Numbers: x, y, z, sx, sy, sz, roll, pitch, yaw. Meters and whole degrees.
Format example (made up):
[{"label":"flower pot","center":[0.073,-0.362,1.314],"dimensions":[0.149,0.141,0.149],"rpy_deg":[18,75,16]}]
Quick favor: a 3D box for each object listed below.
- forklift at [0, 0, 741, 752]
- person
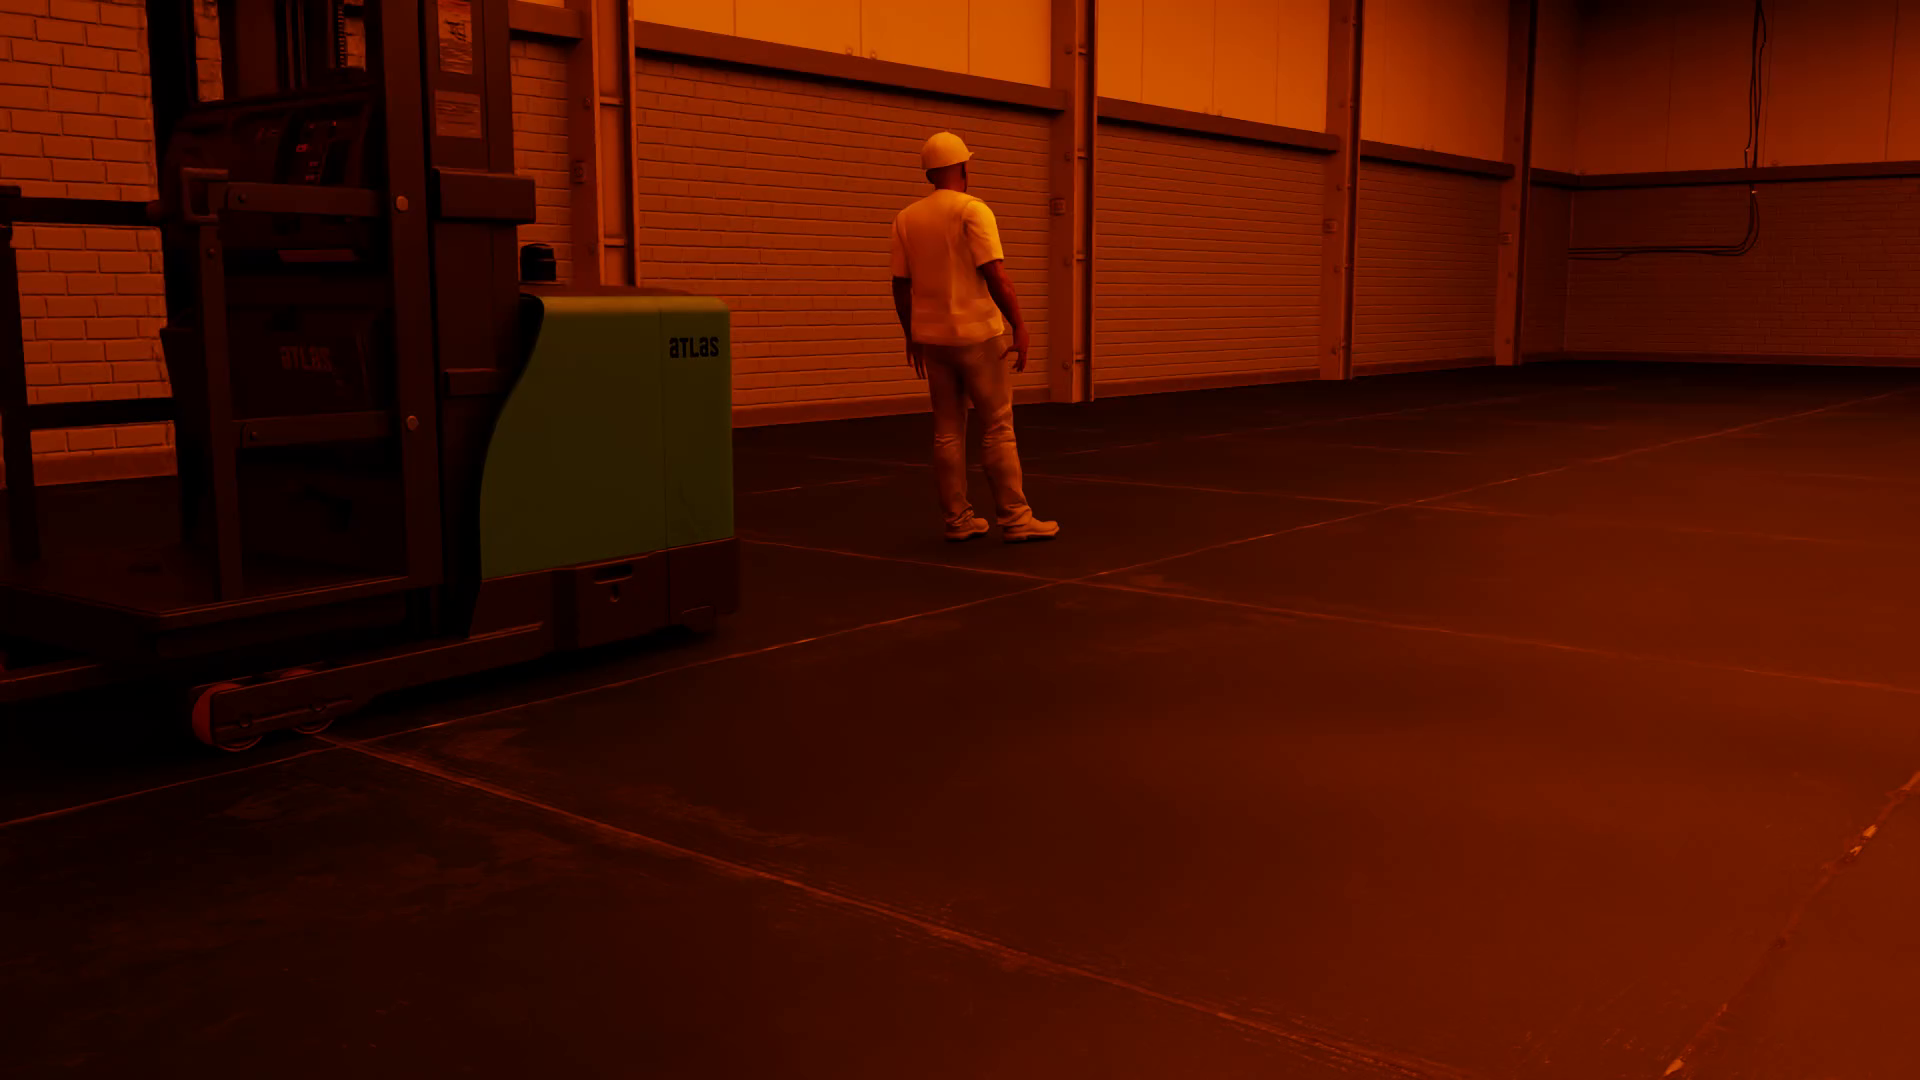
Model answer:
[{"label":"forklift","center":[-1.979,-1.024,4.282],"dimensions":[1.130,2.935,3.031],"rpy_deg":[6,10,35]},{"label":"person","center":[0.048,-0.888,7.327],"dimensions":[0.666,1.768,0.575],"rpy_deg":[7,11,38]}]
